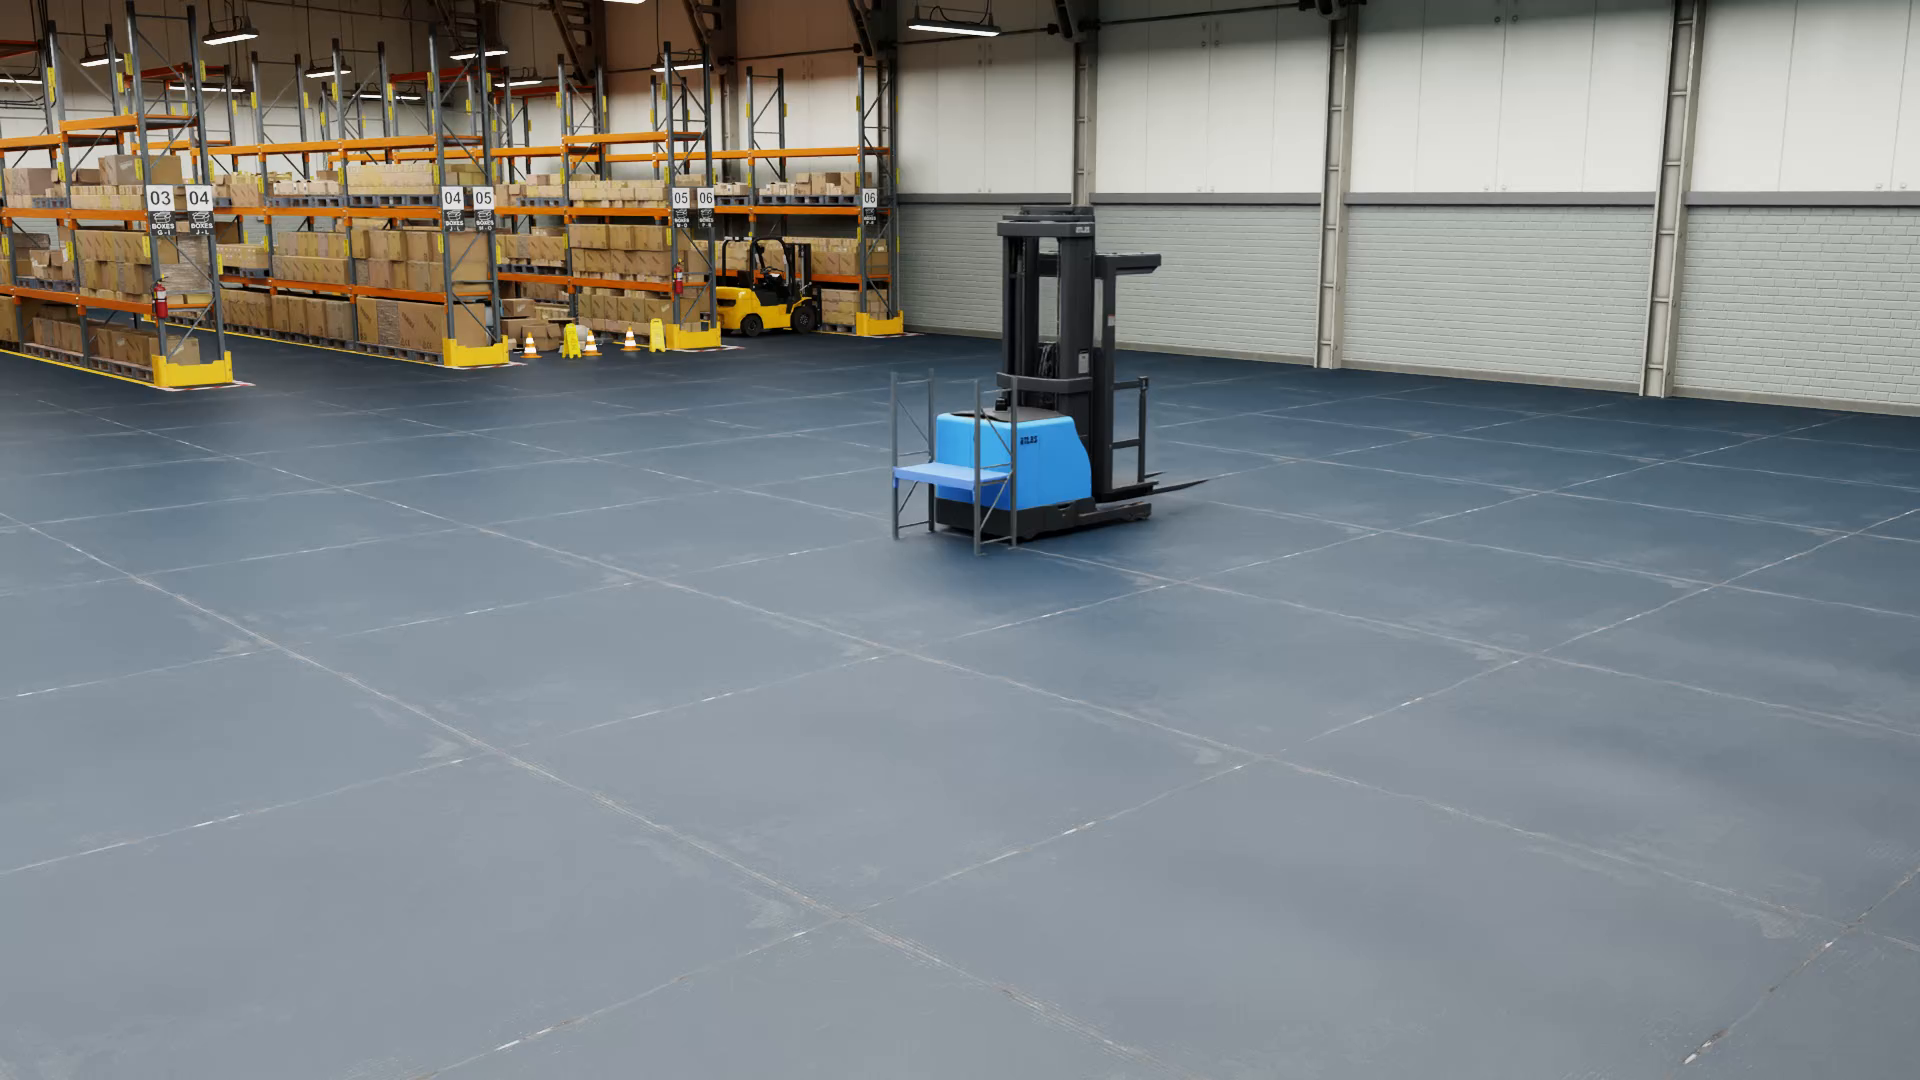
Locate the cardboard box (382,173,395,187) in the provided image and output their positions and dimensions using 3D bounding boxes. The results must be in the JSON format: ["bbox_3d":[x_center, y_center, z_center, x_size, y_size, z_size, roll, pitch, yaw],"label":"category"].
[{"bbox_3d":[-10.493,-6.758,31.194,0.500,0.250,0.500,-11,16,-42],"label":"cardboard box"}]

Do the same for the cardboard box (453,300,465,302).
[{"bbox_3d":[-11.958,-5.990,40.777,0.875,0.875,0.875,-11,16,-42],"label":"cardboard box"}]

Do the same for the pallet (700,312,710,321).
[{"bbox_3d":[-5.962,-5.605,41.592,1.003,0.211,1.213,-11,16,-43],"label":"pallet"}]

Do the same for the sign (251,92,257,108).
[{"bbox_3d":[-14.825,-9.235,34.923,0.100,0.325,0.005,-11,16,-43],"label":"sign"}]

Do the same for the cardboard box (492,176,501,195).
[{"bbox_3d":[-11.298,-8.341,39.234,0.637,0.503,0.797,11,16,42],"label":"cardboard box"}]

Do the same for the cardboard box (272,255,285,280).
[{"bbox_3d":[-14.324,-5.823,35.494,0.500,0.500,0.500,-11,16,-42],"label":"cardboard box"}]

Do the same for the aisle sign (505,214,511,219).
[{"bbox_3d":[-13.125,-9.684,48.039,0.394,0.787,0.004,-11,16,-43],"label":"aisle sign"}]

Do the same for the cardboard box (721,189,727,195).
[{"bbox_3d":[-5.558,-8.409,40.195,0.380,0.149,0.250,-11,16,-43],"label":"cardboard box"}]

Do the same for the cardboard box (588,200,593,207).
[{"bbox_3d":[-7.737,-7.198,35.603,0.380,0.149,0.250,-11,16,-43],"label":"cardboard box"}]

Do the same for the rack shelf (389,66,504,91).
[{"bbox_3d":[-12.310,-11.087,39.973,1.077,0.370,4.000,-11,16,-43],"label":"rack shelf"}]

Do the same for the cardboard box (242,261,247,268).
[{"bbox_3d":[-15.460,-6.042,36.386,0.380,0.149,0.250,-11,16,-42],"label":"cardboard box"}]

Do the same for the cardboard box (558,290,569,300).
[{"bbox_3d":[-10.947,-6.817,46.301,0.396,0.266,0.258,-10,15,-41],"label":"cardboard box"}]

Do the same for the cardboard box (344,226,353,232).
[{"bbox_3d":[-15.966,-8.104,44.087,0.500,0.500,0.500,11,16,44],"label":"cardboard box"}]

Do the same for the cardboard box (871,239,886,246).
[{"bbox_3d":[-1.894,-6.698,37.394,0.380,0.149,0.250,-11,16,-44],"label":"cardboard box"}]

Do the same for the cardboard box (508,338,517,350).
[{"bbox_3d":[-9.157,-3.960,33.476,0.396,0.266,0.258,-8,14,-33],"label":"cardboard box"}]

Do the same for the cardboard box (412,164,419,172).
[{"bbox_3d":[-9.741,-6.777,30.296,0.380,0.149,0.250,-11,16,-42],"label":"cardboard box"}]

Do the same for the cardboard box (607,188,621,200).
[{"bbox_3d":[-7.011,-7.215,34.698,0.500,0.250,0.500,-11,16,-42],"label":"cardboard box"}]

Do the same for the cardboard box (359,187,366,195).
[{"bbox_3d":[-11.319,-6.720,31.994,0.380,0.149,0.250,-11,16,-43],"label":"cardboard box"}]

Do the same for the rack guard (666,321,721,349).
[{"bbox_3d":[-5.456,-4.201,34.064,1.175,0.500,0.348,-11,16,-43],"label":"rack guard"}]

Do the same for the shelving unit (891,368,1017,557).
[{"bbox_3d":[-0.057,-0.701,14.595,1.048,1.500,0.538,11,16,43],"label":"shelving unit"}]

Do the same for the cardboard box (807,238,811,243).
[{"bbox_3d":[-3.280,-6.865,38.206,0.380,0.149,0.250,-11,16,-42],"label":"cardboard box"}]

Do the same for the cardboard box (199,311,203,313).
[{"bbox_3d":[-17.649,-5.418,39.062,0.380,0.149,0.250,-10,16,-41],"label":"cardboard box"}]

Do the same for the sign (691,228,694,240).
[{"bbox_3d":[-6.942,-7.919,43.046,0.100,0.325,0.005,-11,16,-43],"label":"sign"}]

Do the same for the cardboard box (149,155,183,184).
[{"bbox_3d":[-13.401,-6.196,27.896,0.500,0.500,0.500,-11,16,-43],"label":"cardboard box"}]

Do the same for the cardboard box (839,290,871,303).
[{"bbox_3d":[-2.360,-5.479,37.367,0.500,0.250,0.500,-10,15,-41],"label":"cardboard box"}]

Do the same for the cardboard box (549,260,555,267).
[{"bbox_3d":[-8.891,-6.158,36.951,0.250,0.149,0.380,11,16,43],"label":"cardboard box"}]

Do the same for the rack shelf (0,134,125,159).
[{"bbox_3d":[-16.715,-7.299,30.813,1.077,0.370,4.000,-11,16,-43],"label":"rack shelf"}]

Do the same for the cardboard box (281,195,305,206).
[{"bbox_3d":[-14.641,-7.516,36.277,0.500,0.500,0.500,-11,16,-43],"label":"cardboard box"}]

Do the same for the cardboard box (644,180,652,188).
[{"bbox_3d":[-6.191,-7.237,33.817,0.380,0.149,0.250,-11,16,-43],"label":"cardboard box"}]

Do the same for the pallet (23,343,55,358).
[{"bbox_3d":[-17.557,-3.721,32.449,1.003,0.211,1.213,-11,16,-43],"label":"pallet"}]

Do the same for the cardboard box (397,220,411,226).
[{"bbox_3d":[-14.134,-8.023,42.085,0.380,0.149,0.250,-11,16,-44],"label":"cardboard box"}]

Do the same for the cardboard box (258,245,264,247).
[{"bbox_3d":[-15.527,-6.537,37.316,0.380,0.149,0.250,-10,15,-41],"label":"cardboard box"}]

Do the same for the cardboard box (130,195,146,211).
[{"bbox_3d":[-13.088,-5.464,26.937,0.500,0.250,0.500,-10,16,-41],"label":"cardboard box"}]

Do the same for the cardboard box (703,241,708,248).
[{"bbox_3d":[-6.118,-7.286,40.988,0.250,0.149,0.380,11,16,44],"label":"cardboard box"}]

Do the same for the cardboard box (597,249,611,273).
[{"bbox_3d":[-7.363,-5.945,35.347,0.500,0.500,0.500,-11,16,-43],"label":"cardboard box"}]

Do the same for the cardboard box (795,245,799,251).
[{"bbox_3d":[-3.686,-6.783,38.546,0.250,0.149,0.380,11,16,43],"label":"cardboard box"}]

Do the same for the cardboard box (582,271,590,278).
[{"bbox_3d":[-7.969,-5.755,36.033,0.380,0.149,0.250,-10,15,-41],"label":"cardboard box"}]

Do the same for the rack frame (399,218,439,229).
[{"bbox_3d":[-13.691,-7.166,42.258,1.000,3.000,0.127,-11,16,-43],"label":"rack frame"}]

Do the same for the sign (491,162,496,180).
[{"bbox_3d":[-8.509,-6.722,30.310,0.100,0.325,0.005,-11,16,-43],"label":"sign"}]

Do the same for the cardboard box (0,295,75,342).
[{"bbox_3d":[-18.557,-4.470,33.397,0.875,0.875,1.225,11,16,43],"label":"cardboard box"}]

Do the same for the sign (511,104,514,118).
[{"bbox_3d":[-10.543,-10.093,39.091,0.100,0.325,0.005,-11,16,-43],"label":"sign"}]

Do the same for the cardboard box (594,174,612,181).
[{"bbox_3d":[-9.636,-9.738,44.881,0.396,0.266,0.258,-11,16,-43],"label":"cardboard box"}]

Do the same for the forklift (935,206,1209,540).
[{"bbox_3d":[1.187,-1.666,15.735,3.031,2.935,1.130,-11,16,-42],"label":"forklift"}]

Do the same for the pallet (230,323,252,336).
[{"bbox_3d":[-15.816,-4.804,37.705,1.003,0.211,1.213,-11,16,-43],"label":"pallet"}]

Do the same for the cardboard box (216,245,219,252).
[{"bbox_3d":[-16.542,-6.562,37.435,0.380,0.149,0.250,-11,16,-43],"label":"cardboard box"}]

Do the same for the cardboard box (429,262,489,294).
[{"bbox_3d":[-9.203,-4.831,30.555,0.875,0.550,0.550,-11,16,-43],"label":"cardboard box"}]

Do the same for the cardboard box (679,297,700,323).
[{"bbox_3d":[-5.778,-4.800,34.692,0.500,0.500,0.500,11,16,43],"label":"cardboard box"}]

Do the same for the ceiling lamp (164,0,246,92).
[{"bbox_3d":[-20.060,-13.600,44.159,2.000,3.185,0.800,-11,16,-43],"label":"ceiling lamp"}]

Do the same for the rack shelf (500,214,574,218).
[{"bbox_3d":[-11.485,-9.267,46.805,1.077,0.370,4.000,-11,16,-43],"label":"rack shelf"}]

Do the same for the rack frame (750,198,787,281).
[{"bbox_3d":[-4.579,-6.690,39.951,1.000,3.000,0.127,-11,16,-43],"label":"rack frame"}]

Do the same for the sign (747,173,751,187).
[{"bbox_3d":[-4.964,-8.490,39.191,0.100,0.325,0.005,-11,16,-43],"label":"sign"}]

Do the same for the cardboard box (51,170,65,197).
[{"bbox_3d":[-16.238,-6.562,30.600,0.797,0.503,0.637,-10,15,-40],"label":"cardboard box"}]
